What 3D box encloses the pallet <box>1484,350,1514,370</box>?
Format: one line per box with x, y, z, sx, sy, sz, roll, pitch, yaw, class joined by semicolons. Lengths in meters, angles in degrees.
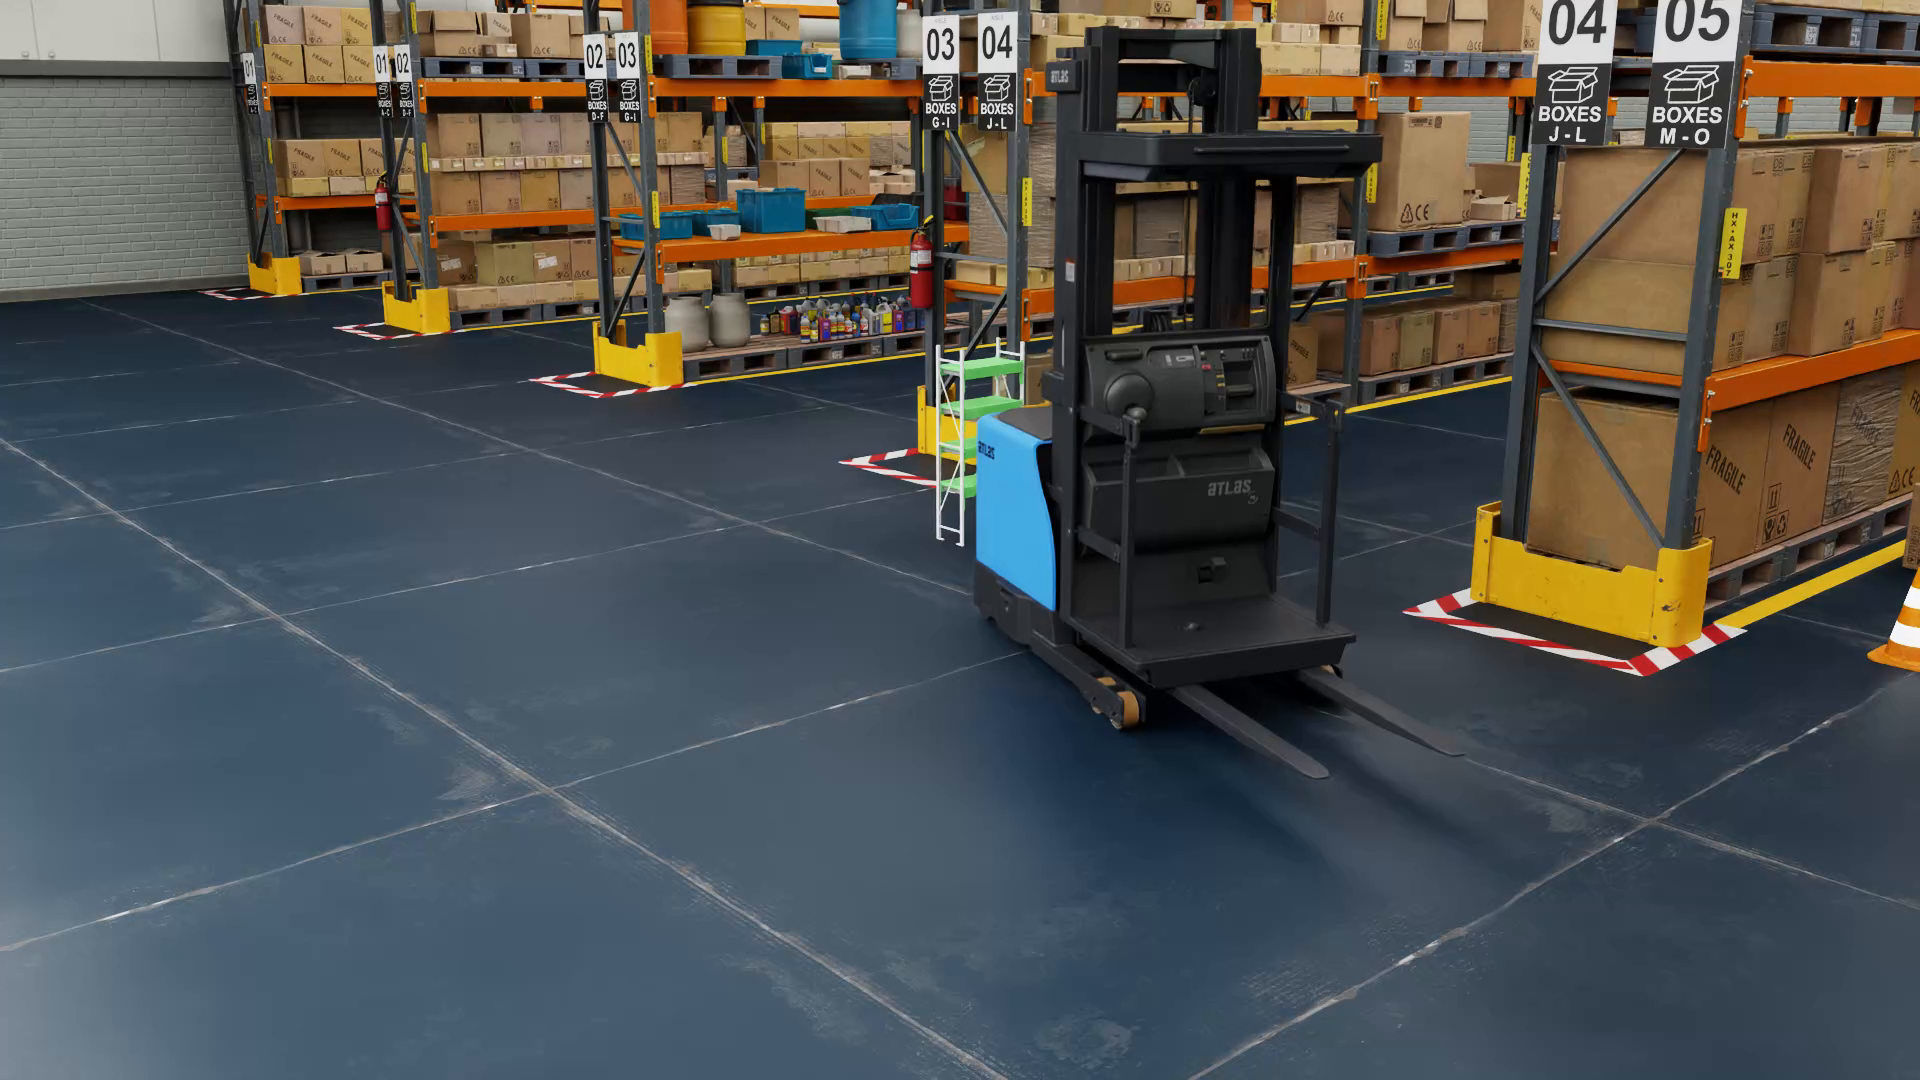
5.551;-1.912;16.999;1.213;0.211;1.003;-13;19;-39;pallet

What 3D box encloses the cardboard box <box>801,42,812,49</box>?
-2.920;-8.187;28.231;0.500;0.500;0.700;-14;20;-42;cardboard box

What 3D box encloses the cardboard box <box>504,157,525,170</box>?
-5.378;-4.481;19.762;0.250;0.149;0.380;-13;20;-40;cardboard box

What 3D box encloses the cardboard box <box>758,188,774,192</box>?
-2.573;-4.632;22.264;0.250;0.149;0.380;-13;19;-39;cardboard box

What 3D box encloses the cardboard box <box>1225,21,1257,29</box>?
2.078;-3.947;12.921;0.250;0.149;0.380;-12;19;-37;cardboard box

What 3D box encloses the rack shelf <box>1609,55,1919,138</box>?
4.795;-2.494;9.355;4.000;0.370;1.077;-13;19;-39;rack shelf

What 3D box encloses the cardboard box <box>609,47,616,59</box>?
-4.106;-5.984;20.428;0.250;0.149;0.380;-13;19;-39;cardboard box

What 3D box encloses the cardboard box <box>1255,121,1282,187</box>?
2.211;-3.089;13.296;0.500;0.500;0.500;-13;19;-39;cardboard box

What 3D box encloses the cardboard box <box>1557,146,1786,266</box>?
3.592;-1.703;8.429;0.550;0.550;0.875;-13;19;-39;cardboard box

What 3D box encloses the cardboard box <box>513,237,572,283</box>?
-5.098;-3.422;20.309;0.500;0.500;0.500;-13;19;-39;cardboard box

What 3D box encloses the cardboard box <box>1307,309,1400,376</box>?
3.602;-1.818;15.236;0.700;0.500;0.500;14;21;43;cardboard box

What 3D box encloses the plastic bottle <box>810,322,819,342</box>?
-1.494;-2.125;16.962;0.097;0.201;0.097;0;15;0;plastic bottle

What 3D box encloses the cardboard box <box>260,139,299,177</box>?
-9.432;-5.350;23.264;0.500;0.500;0.500;-13;20;-40;cardboard box

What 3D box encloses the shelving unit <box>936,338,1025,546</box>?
0.125;-0.608;10.200;0.503;1.200;0.258;-13;19;-39;shelving unit

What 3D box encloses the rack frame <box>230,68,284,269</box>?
-9.648;-4.929;22.890;0.127;3.000;1.000;-13;19;-39;rack frame

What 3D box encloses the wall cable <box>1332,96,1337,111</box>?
6.924;-9.926;35.990;0.112;2.526;3.097;-13;19;-39;wall cable

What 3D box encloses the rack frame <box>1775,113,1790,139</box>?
9.159;-4.069;19.670;0.127;3.000;1.000;-13;19;-39;rack frame

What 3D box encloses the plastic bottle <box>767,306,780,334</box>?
-1.971;-2.320;17.535;0.133;0.283;0.061;-12;19;-38;plastic bottle

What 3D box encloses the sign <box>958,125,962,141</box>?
0.009;-5.772;23.804;0.005;0.325;0.100;-13;19;-39;sign

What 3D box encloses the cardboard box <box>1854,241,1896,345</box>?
4.815;-1.463;9.624;0.500;0.550;0.875;-13;19;-39;cardboard box

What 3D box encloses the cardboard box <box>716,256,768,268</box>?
-2.900;-3.810;22.128;0.500;0.311;0.500;-13;19;-39;cardboard box

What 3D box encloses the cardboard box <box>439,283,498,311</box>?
-5.843;-2.887;19.761;0.500;0.250;0.500;-13;19;-39;cardboard box

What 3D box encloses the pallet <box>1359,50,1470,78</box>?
3.660;-4.156;14.548;1.003;0.211;1.213;-13;19;-39;pallet

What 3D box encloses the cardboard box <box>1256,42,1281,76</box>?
2.170;-3.788;13.099;0.500;0.250;0.500;-13;20;-40;cardboard box

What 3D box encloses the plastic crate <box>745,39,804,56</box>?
-1.904;-4.823;16.713;0.575;0.384;0.392;-13;19;-39;plastic crate

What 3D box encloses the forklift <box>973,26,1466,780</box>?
1.074;-0.719;7.263;1.130;2.935;3.031;-6;16;-20;forklift

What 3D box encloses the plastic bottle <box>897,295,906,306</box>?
-0.655;-2.604;18.619;0.097;0.271;0.097;0;15;0;plastic bottle

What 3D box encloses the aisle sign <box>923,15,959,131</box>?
-0.137;-3.340;11.904;0.004;0.787;0.394;-13;19;-39;aisle sign

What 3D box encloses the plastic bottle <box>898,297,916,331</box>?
-0.568;-2.413;17.751;0.185;0.351;0.144;-14;20;-42;plastic bottle

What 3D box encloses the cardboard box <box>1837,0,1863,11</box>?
4.328;-2.757;8.424;0.250;0.149;0.380;-12;19;-39;cardboard box

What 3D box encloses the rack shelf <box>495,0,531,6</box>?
-8.139;-7.817;23.478;4.000;0.370;1.077;-13;19;-39;rack shelf

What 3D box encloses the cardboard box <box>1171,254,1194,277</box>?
1.674;-2.152;12.980;0.250;0.149;0.380;-13;19;-39;cardboard box

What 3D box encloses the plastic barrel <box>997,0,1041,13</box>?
0.608;-5.608;18.650;0.600;0.901;0.600;0;15;0;plastic barrel

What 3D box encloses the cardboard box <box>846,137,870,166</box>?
-1.914;-6.779;29.007;0.500;0.500;0.500;-12;19;-38;cardboard box

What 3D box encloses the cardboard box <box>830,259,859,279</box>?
-1.749;-3.798;23.170;0.500;0.250;0.500;-12;19;-38;cardboard box

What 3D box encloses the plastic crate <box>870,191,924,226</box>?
-0.605;-3.584;17.975;0.504;0.338;0.767;-13;19;-39;plastic crate

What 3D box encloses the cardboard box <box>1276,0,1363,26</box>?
2.952;-4.470;13.622;0.500;0.500;0.500;-13;20;-41;cardboard box

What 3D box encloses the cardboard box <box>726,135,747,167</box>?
-3.961;-6.463;27.589;0.700;0.500;0.500;13;20;40;cardboard box

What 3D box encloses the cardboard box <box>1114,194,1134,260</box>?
0.838;-2.424;12.742;0.500;0.500;0.875;-13;19;-39;cardboard box

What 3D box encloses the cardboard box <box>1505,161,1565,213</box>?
5.761;-3.543;16.695;0.500;0.500;0.500;13;20;40;cardboard box

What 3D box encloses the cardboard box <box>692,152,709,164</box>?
-3.440;-4.917;21.394;0.250;0.149;0.380;-13;20;-39;cardboard box

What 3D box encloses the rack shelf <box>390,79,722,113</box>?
-4.885;-5.406;20.256;4.000;0.370;1.077;-13;19;-39;rack shelf

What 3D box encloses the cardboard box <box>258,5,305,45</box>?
-9.198;-6.937;22.426;0.500;0.500;0.500;14;21;43;cardboard box

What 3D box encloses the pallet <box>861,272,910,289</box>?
-1.005;-3.841;24.222;1.213;0.211;1.003;-13;19;-39;pallet

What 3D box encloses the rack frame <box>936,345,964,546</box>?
-0.059;-0.566;10.045;0.015;1.200;0.240;-13;19;-39;rack frame

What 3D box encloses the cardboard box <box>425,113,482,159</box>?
-5.993;-4.726;19.422;0.500;0.500;0.700;-13;19;-39;cardboard box

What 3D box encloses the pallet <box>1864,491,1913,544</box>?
5.679;-0.270;10.852;1.213;0.211;1.003;-13;19;-39;pallet

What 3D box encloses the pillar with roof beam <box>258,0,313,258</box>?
-6.862;-7.276;20.053;0.400;9.000;9.100;-13;19;-39;pillar with roof beam

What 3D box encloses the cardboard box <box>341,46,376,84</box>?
-8.414;-6.617;23.164;0.500;0.500;0.500;-12;19;-37;cardboard box

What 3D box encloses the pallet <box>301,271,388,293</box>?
-8.954;-3.725;23.788;1.213;0.211;1.003;-13;19;-39;pallet

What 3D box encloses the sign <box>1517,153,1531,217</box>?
2.941;-1.835;8.605;0.005;0.325;0.100;-13;19;-39;sign

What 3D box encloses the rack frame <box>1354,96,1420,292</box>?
5.908;-5.033;23.280;0.127;3.000;1.000;-13;19;-39;rack frame

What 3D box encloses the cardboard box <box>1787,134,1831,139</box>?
10.065;-4.616;19.978;0.500;0.500;0.500;-13;19;-39;cardboard box

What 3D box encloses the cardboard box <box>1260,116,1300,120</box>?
5.522;-7.078;28.805;0.500;0.500;0.500;-13;20;-40;cardboard box

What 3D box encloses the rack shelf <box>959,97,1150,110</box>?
1.151;-6.761;25.330;4.000;0.370;1.077;-13;19;-39;rack shelf
